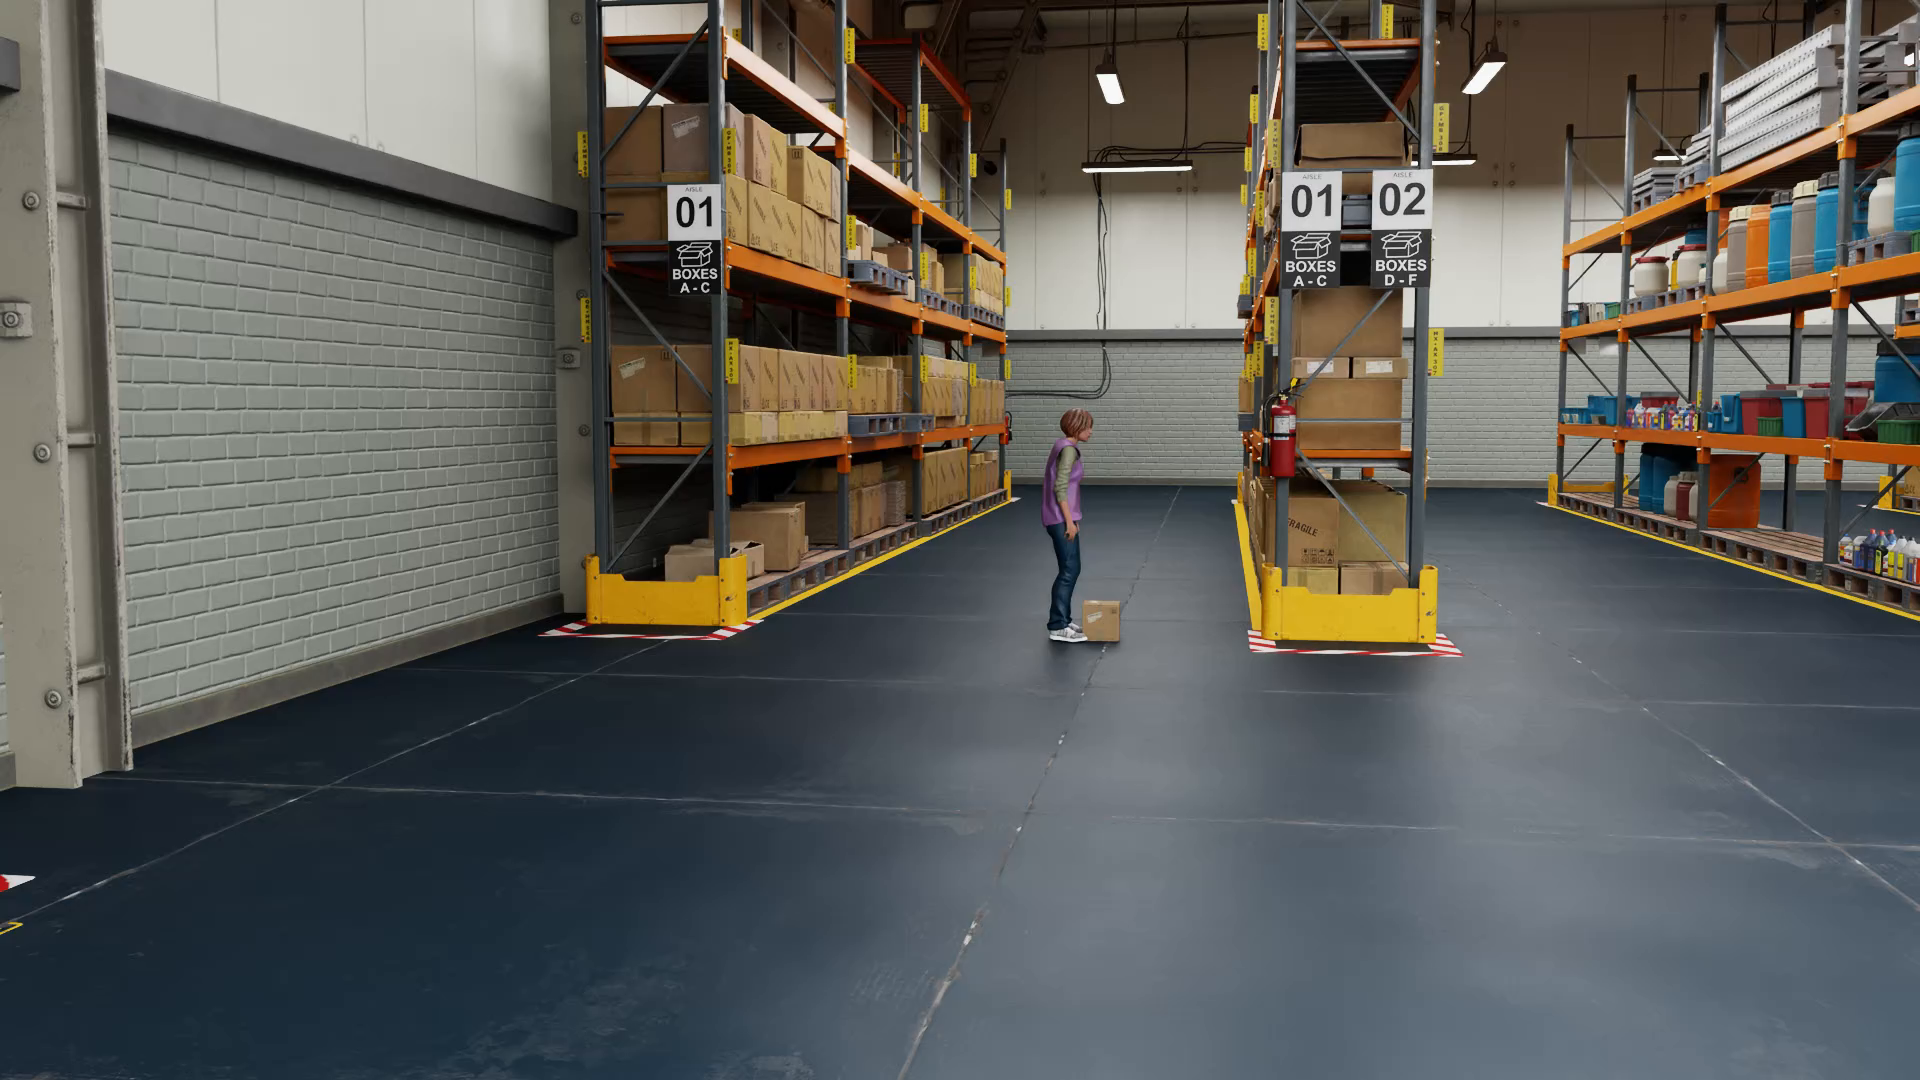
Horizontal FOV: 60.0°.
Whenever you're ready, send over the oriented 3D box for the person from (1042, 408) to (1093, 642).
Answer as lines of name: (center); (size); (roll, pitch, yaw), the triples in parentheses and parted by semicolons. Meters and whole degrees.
person: (0.740, -0.112, 11.491); (0.349, 1.593, 0.474); (1, 5, 7)
